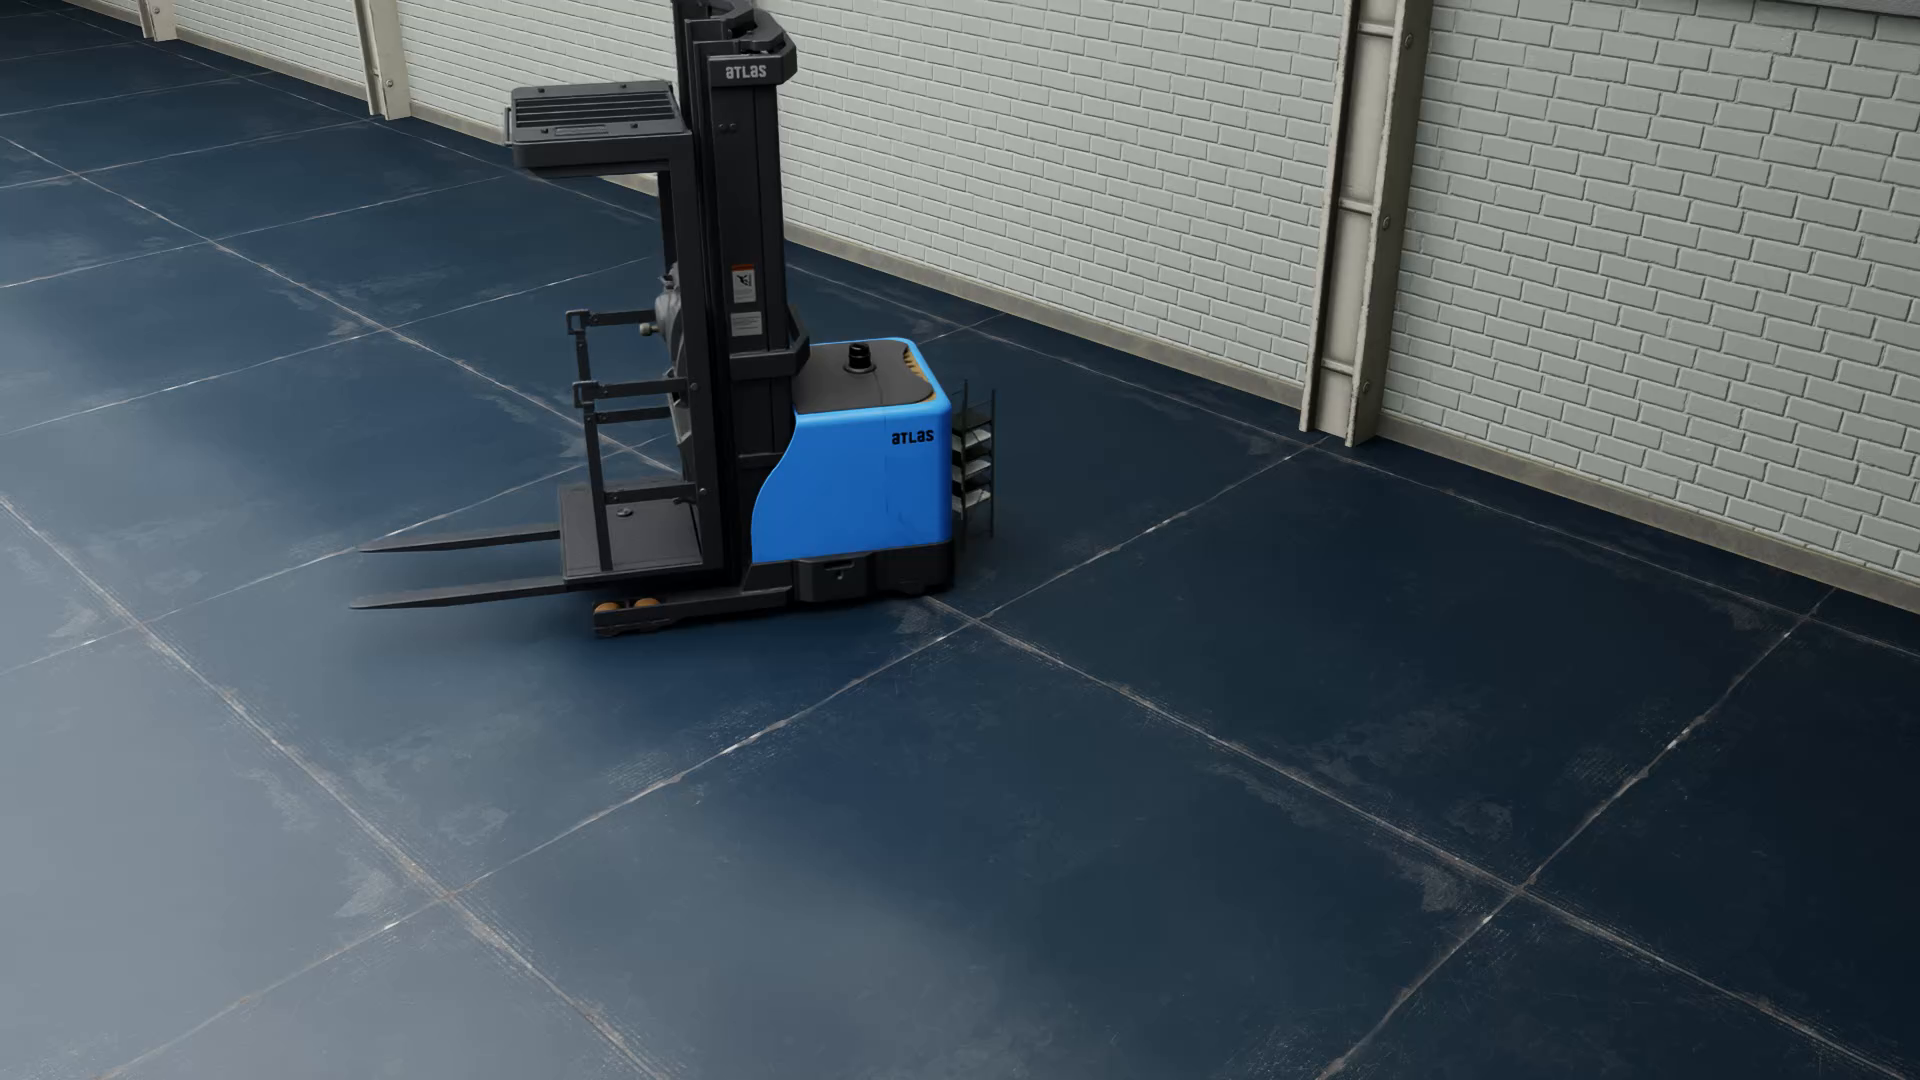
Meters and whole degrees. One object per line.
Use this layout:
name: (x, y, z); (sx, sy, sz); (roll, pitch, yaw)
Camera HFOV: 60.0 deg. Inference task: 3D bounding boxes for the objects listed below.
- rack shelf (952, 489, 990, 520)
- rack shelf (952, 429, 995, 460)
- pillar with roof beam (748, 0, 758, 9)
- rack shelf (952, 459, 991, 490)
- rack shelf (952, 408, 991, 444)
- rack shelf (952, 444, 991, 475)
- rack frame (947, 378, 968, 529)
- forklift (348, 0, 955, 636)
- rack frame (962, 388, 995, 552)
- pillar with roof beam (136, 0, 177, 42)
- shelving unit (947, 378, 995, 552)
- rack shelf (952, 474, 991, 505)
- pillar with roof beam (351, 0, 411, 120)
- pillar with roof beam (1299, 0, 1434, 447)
rack shelf: (0.027, -0.215, 9.151); (0.258, 0.077, 0.200); (-25, 37, -39)
rack shelf: (0.027, -0.534, 8.983); (0.258, 0.077, 0.200); (-25, 37, -39)
pillar with roof beam: (-4.891, -5.203, 9.475); (0.400, 9.000, 9.100); (25, 36, 38)
rack shelf: (0.027, -0.374, 9.067); (0.258, 0.077, 0.200); (-25, 37, -39)
rack shelf: (0.027, -0.613, 8.941); (0.258, 0.077, 0.200); (-25, 37, -39)
rack shelf: (0.027, -0.454, 9.025); (0.258, 0.077, 0.200); (-25, 37, -39)
rack frame: (-0.045, -0.437, 9.115); (0.240, 0.900, 0.006); (-25, 37, -39)
forklift: (-1.601, -1.086, 8.165); (3.031, 2.935, 1.130); (-6, 28, -12)
rack frame: (0.099, -0.370, 8.988); (0.240, 0.900, 0.006); (-25, 37, -39)
pillar with roof beam: (-13.448, -9.118, 16.922); (0.400, 9.000, 9.100); (25, 36, 38)
shelving unit: (0.027, -0.404, 9.051); (0.258, 0.900, 0.210); (-25, 37, -39)
rack shelf: (0.027, -0.295, 9.109); (0.258, 0.077, 0.200); (-25, 37, -39)
pillar with roof beam: (-9.170, -7.160, 13.198); (0.400, 9.000, 9.100); (25, 36, 38)
pillar with roof beam: (-0.613, -3.245, 5.752); (0.400, 9.000, 9.100); (25, 36, 38)
